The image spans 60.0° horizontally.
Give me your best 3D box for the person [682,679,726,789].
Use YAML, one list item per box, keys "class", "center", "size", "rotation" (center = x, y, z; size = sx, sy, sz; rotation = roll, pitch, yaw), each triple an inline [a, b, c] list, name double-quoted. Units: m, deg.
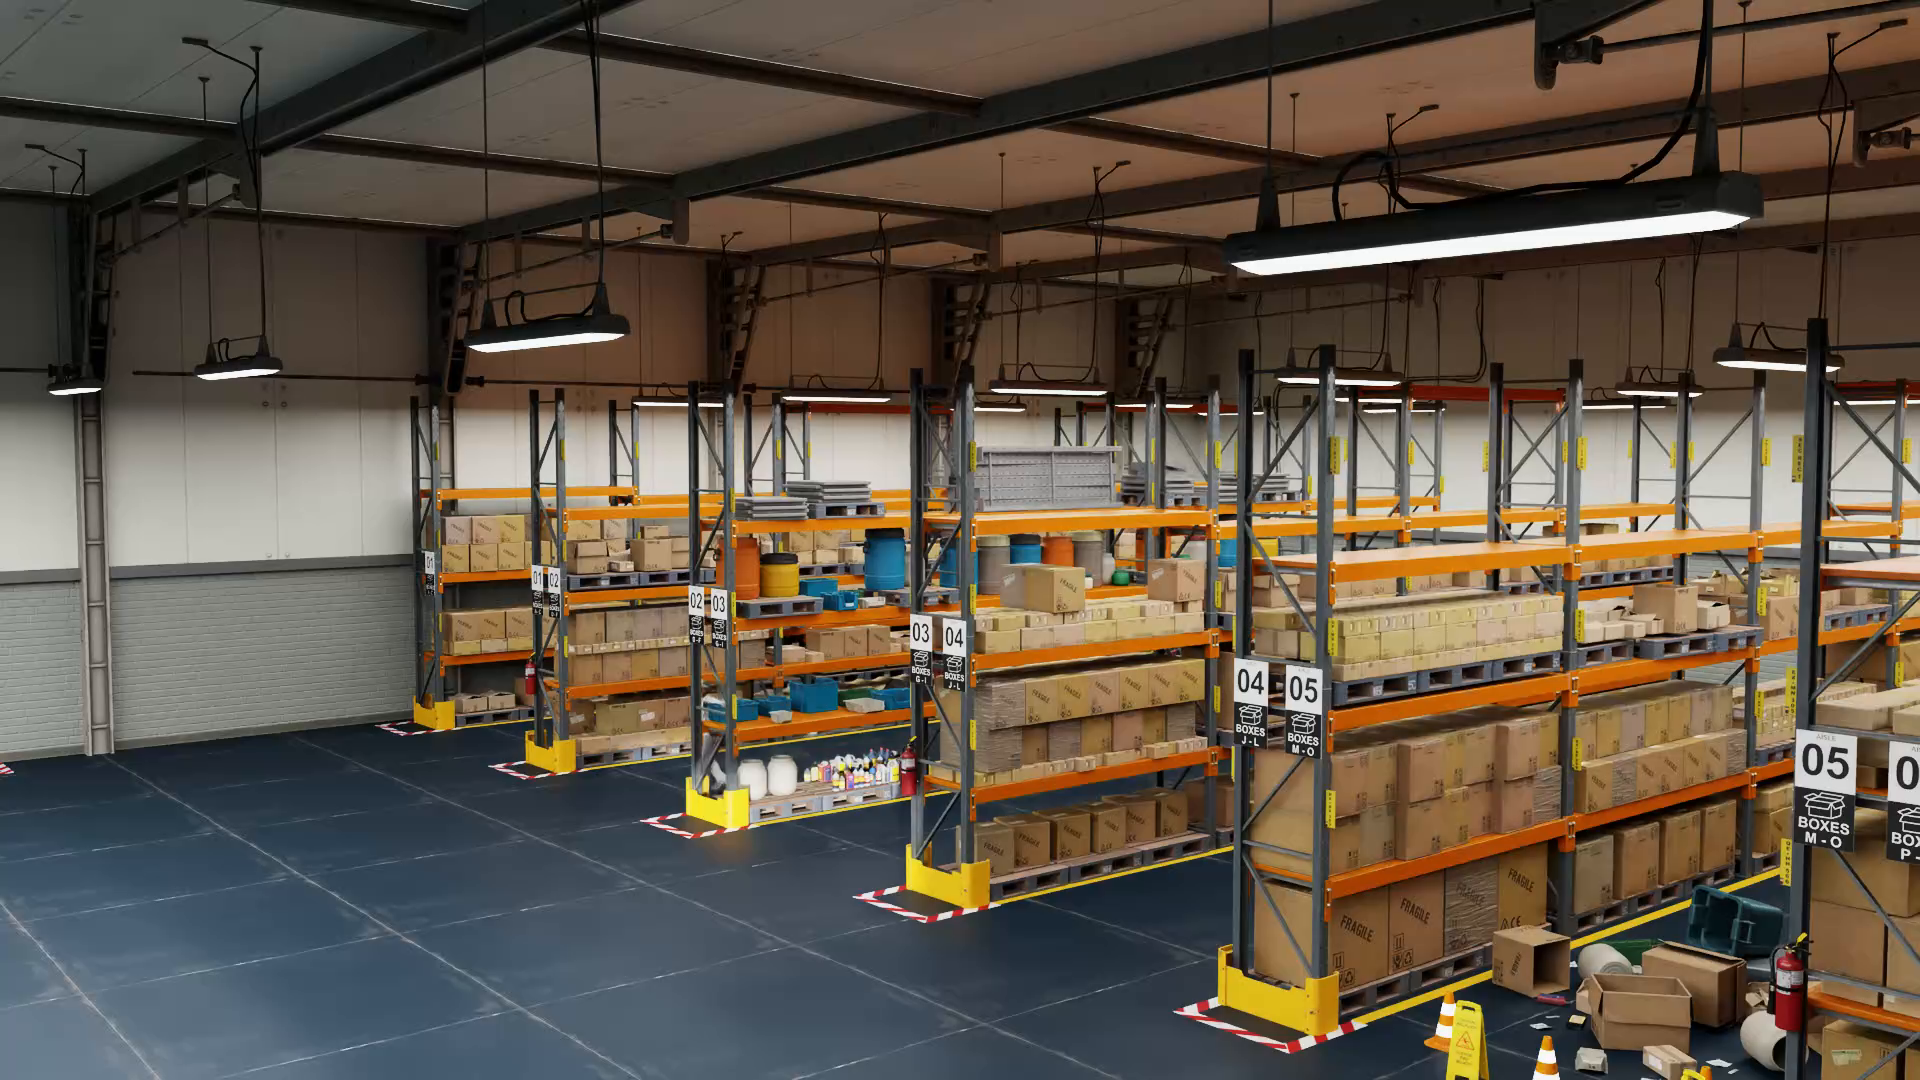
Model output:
- class: "person"
  center: [-3.730, 2.881, 24.298]
  size: [0.567, 1.747, 0.759]
  rotation: [3, 5, 44]
